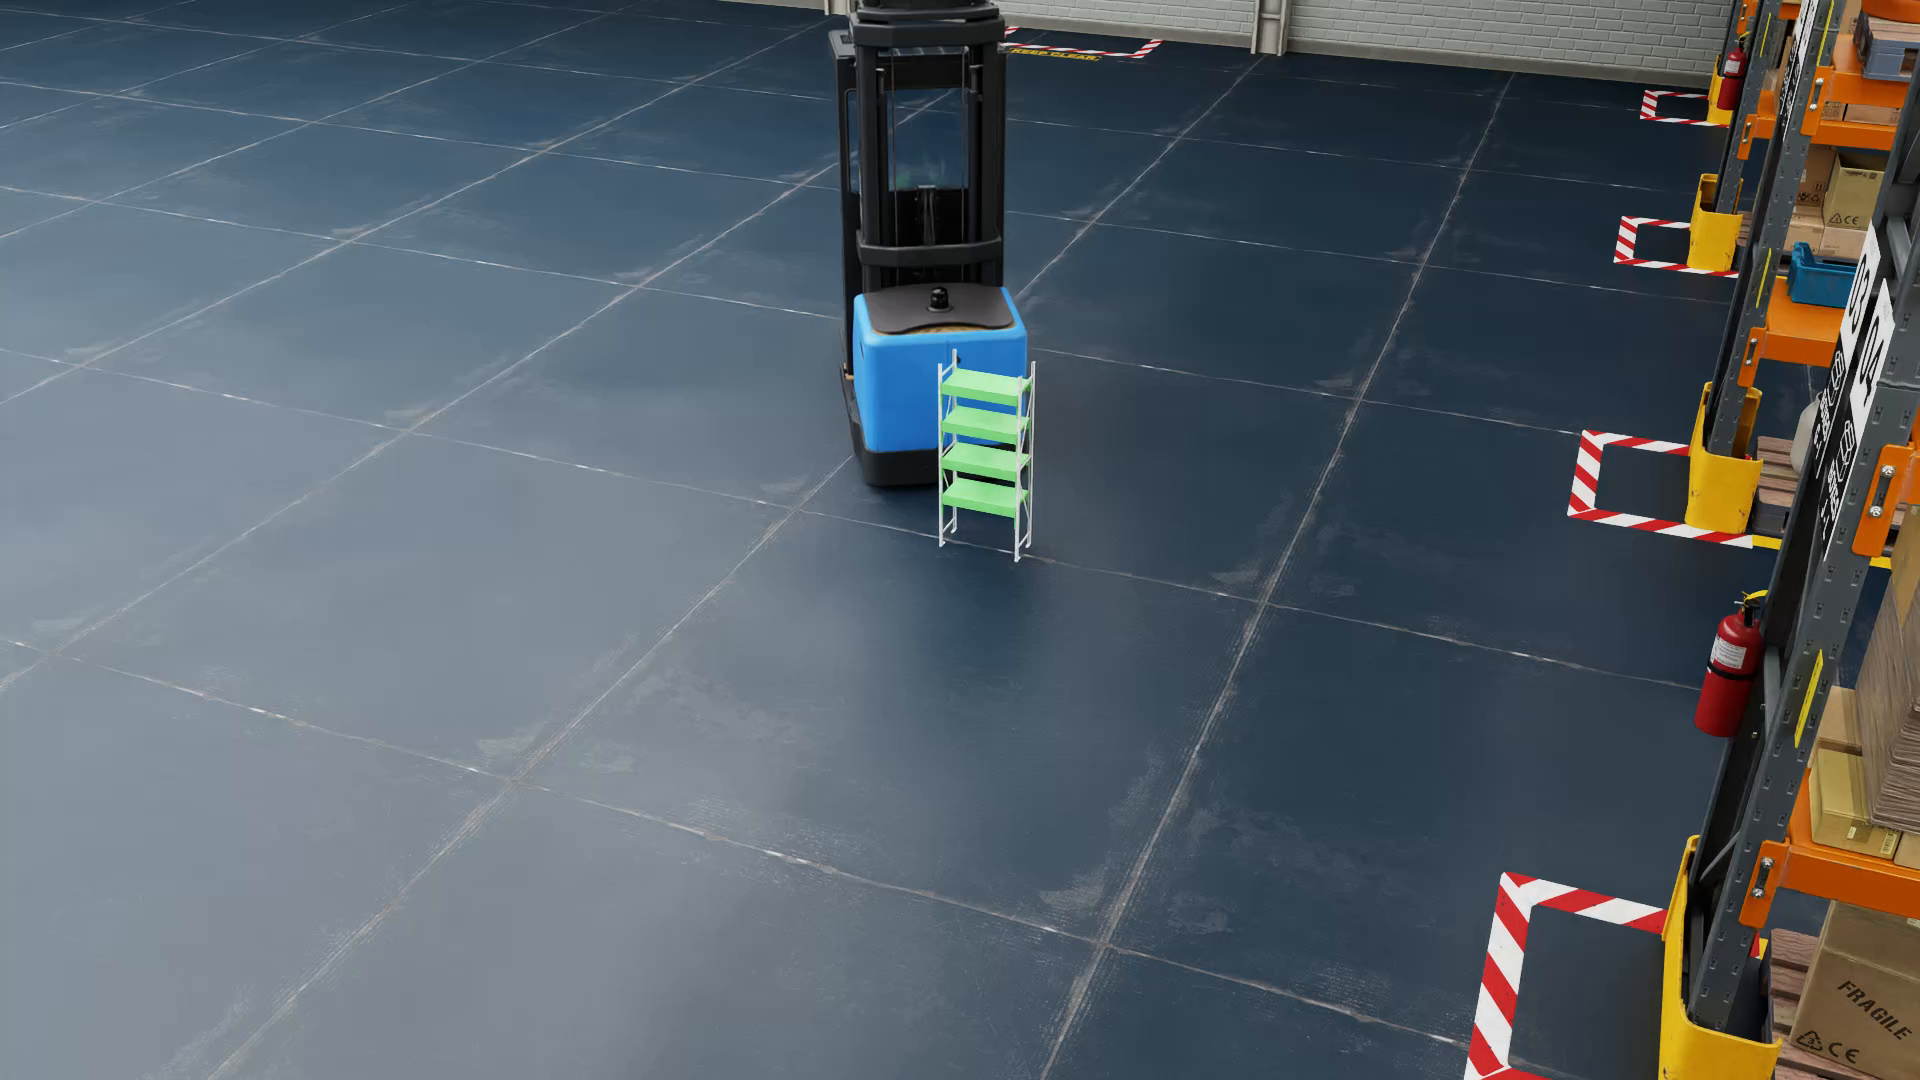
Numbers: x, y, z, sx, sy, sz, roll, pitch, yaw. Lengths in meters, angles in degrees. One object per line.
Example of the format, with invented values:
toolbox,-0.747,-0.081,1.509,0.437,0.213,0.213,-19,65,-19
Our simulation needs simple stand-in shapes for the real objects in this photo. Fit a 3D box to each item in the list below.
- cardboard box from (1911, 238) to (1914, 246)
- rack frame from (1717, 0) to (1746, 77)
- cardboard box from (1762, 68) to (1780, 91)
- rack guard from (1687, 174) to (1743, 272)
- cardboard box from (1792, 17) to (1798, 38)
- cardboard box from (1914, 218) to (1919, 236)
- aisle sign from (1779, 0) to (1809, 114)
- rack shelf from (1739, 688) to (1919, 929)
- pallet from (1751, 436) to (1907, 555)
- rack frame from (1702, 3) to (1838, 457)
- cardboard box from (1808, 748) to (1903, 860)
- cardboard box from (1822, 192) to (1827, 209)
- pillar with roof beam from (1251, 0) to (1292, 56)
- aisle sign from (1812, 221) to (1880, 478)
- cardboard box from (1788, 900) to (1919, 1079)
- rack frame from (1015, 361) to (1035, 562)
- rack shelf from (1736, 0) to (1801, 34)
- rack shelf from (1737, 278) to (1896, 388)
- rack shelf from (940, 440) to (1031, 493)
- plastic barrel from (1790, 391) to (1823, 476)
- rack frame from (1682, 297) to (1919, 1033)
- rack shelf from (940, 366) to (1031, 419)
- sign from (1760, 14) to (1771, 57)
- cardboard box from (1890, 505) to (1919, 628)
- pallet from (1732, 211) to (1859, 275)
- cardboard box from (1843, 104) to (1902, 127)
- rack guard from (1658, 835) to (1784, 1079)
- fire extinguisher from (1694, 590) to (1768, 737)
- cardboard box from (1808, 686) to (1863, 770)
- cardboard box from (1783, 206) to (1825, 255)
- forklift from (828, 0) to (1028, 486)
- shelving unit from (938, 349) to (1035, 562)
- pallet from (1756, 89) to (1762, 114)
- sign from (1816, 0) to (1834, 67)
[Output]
cardboard box,7.994,-2.479,13.867,0.500,0.250,0.500,11,31,19
rack frame,8.511,-6.137,17.970,0.127,3.000,1.000,11,31,19
cardboard box,9.119,-4.989,18.225,0.500,0.311,0.500,8,30,13
rack guard,6.630,-2.794,14.596,0.348,0.500,1.175,11,31,19
cardboard box,7.078,-4.220,13.817,0.250,0.149,0.380,11,31,18
cardboard box,7.998,-2.811,13.691,0.500,0.500,0.500,11,31,19
aisle sign,4.832,-2.900,9.602,0.004,0.787,0.394,11,31,19
rack shelf,4.778,1.322,5.505,4.000,0.370,1.077,11,31,19
pallet,5.625,-0.260,10.407,1.213,0.211,1.003,11,31,19
rack frame,4.787,-1.620,9.978,0.127,3.000,1.000,11,31,19
cardboard box,3.099,0.910,5.759,0.250,0.149,0.380,11,31,19
cardboard box,7.728,-2.812,14.455,0.500,0.250,0.500,11,31,19
pillar with roof beam,2.307,-8.161,15.454,0.400,9.000,9.100,11,31,19
aisle sign,2.980,-0.641,5.605,0.004,0.787,0.394,11,31,19
cardboard box,3.497,1.667,6.277,0.500,0.500,0.500,18,34,28
rack frame,0.379,-0.447,9.732,0.015,1.200,0.240,11,31,19
rack shelf,10.365,-5.454,17.493,4.000,0.370,1.077,11,31,19
rack shelf,6.640,-0.936,9.501,4.000,0.370,1.077,11,31,19
rack shelf,0.153,-0.436,9.843,0.480,0.148,0.258,11,31,19
plastic barrel,5.425,-0.632,10.333,0.421,0.512,0.421,0,29,0
rack frame,2.924,0.639,5.983,0.127,3.000,1.000,11,31,19
rack shelf,0.153,-0.854,9.607,0.480,0.148,0.258,11,31,19
sign,6.438,-4.037,13.295,0.005,0.325,0.100,11,31,19
cardboard box,3.527,0.020,5.658,0.500,0.500,0.500,11,31,19
pallet,7.377,-2.541,14.443,1.213,0.211,1.003,11,31,19
cardboard box,7.569,-3.734,13.617,0.500,0.500,0.700,12,32,20
rack guard,2.995,1.741,6.573,0.348,0.500,1.175,11,31,19
fire extinguisher,2.992,0.441,6.411,0.183,0.674,0.296,11,31,19
cardboard box,3.266,0.707,6.118,0.250,0.149,0.380,11,31,19
cardboard box,7.066,-2.663,14.191,0.500,0.250,0.500,11,31,19
forklift,-0.283,-2.323,11.293,1.130,2.935,3.031,-4,30,-7
shelving unit,0.153,-0.492,9.812,0.503,1.200,0.258,11,31,19
pallet,9.321,-4.742,18.337,1.213,0.211,1.003,11,31,19
sign,4.576,-2.679,8.796,0.005,0.325,0.100,11,31,19
